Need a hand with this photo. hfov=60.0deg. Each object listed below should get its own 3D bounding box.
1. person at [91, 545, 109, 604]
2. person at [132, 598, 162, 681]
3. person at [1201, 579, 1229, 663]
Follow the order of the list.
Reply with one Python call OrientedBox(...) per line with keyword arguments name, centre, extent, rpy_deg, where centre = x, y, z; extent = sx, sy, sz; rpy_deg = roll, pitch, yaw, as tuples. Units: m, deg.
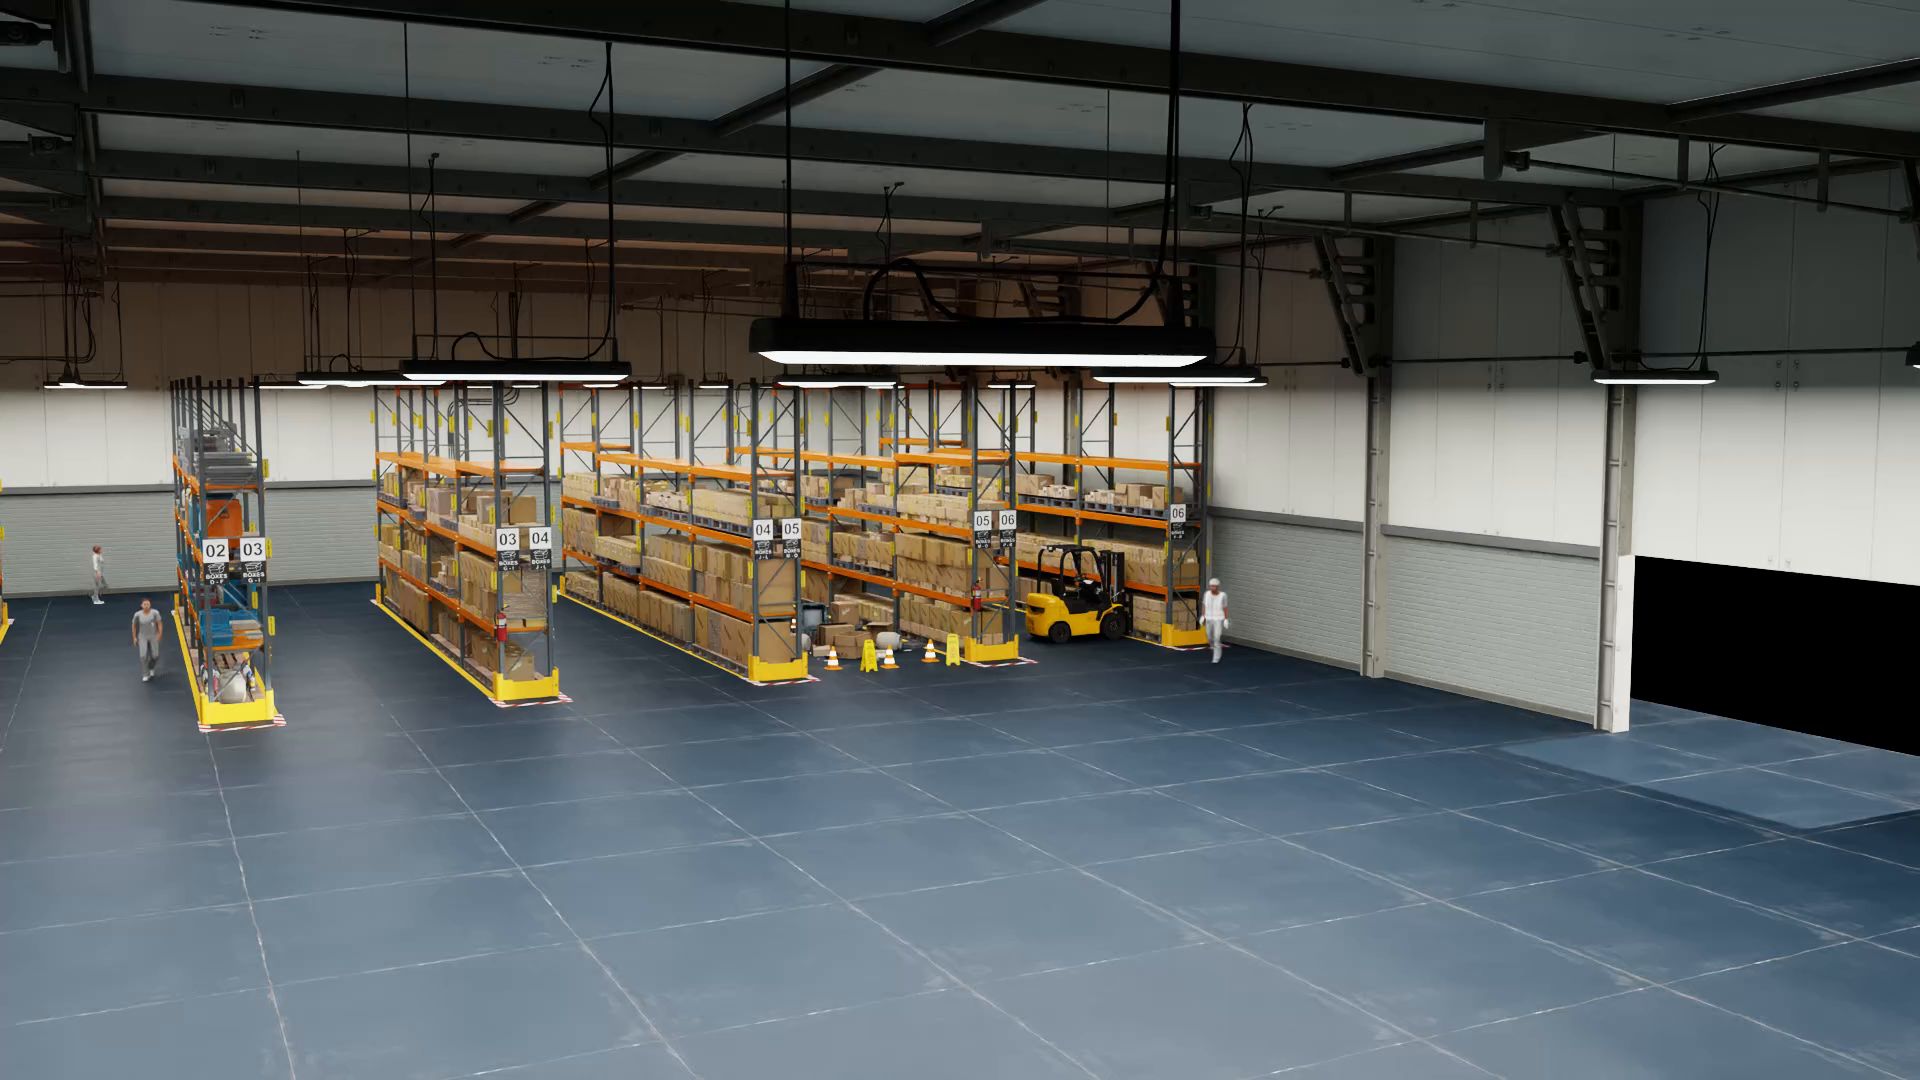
OrientedBox(name="person", centre=(-23.235, 0.933, 44.827), extent=(0.414, 1.574, 0.409), rpy_deg=(-1, 5, -8))
OrientedBox(name="person", centre=(-16.219, 1.960, 33.185), extent=(0.534, 1.657, 0.604), rpy_deg=(-3, 6, -28))
OrientedBox(name="person", centre=(5.432, 1.693, 35.352), extent=(0.545, 1.772, 0.826), rpy_deg=(3, 6, 33))
